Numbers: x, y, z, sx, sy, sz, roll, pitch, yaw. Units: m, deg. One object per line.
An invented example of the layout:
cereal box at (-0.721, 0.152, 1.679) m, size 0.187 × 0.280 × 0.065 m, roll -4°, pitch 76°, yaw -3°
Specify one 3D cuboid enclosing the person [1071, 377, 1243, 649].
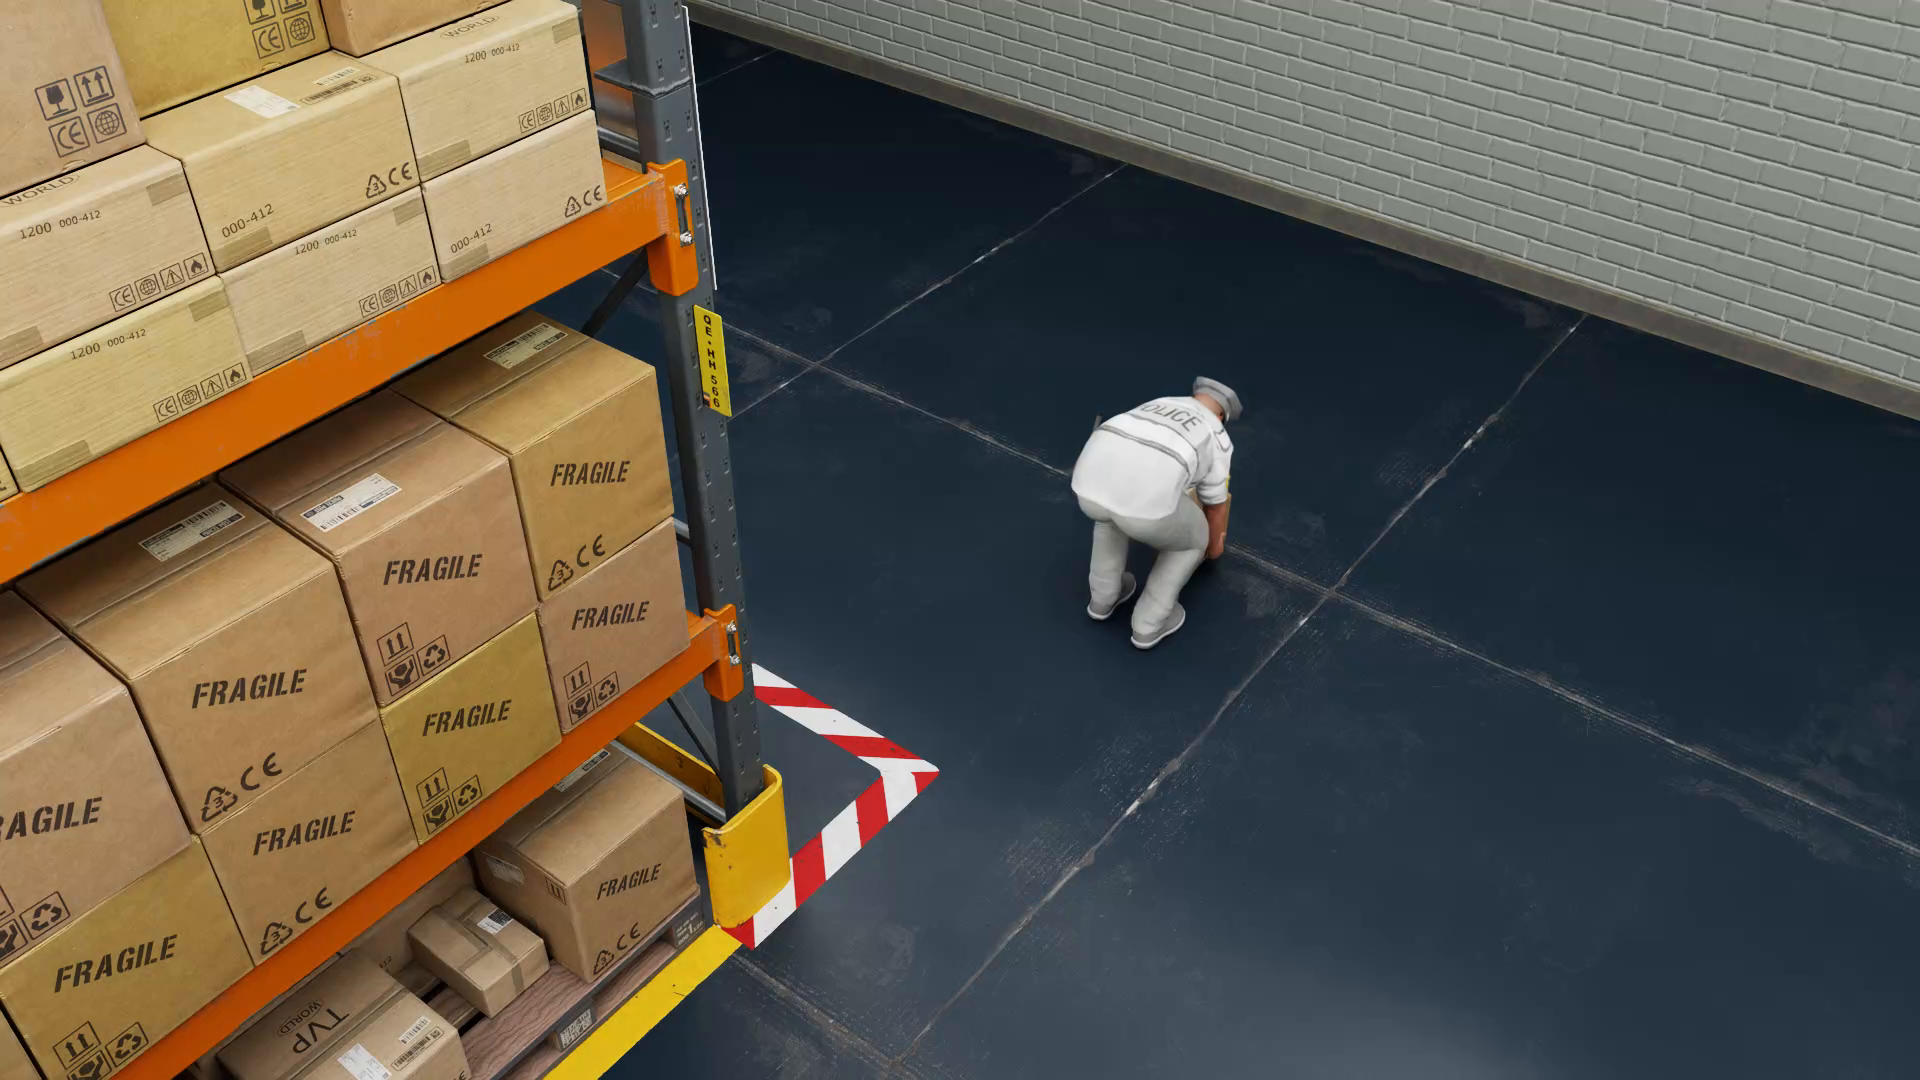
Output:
person at (0.855, -0.170, 6.948) m, size 0.516 × 1.020 × 1.003 m, roll 23°, pitch 44°, yaw 26°
